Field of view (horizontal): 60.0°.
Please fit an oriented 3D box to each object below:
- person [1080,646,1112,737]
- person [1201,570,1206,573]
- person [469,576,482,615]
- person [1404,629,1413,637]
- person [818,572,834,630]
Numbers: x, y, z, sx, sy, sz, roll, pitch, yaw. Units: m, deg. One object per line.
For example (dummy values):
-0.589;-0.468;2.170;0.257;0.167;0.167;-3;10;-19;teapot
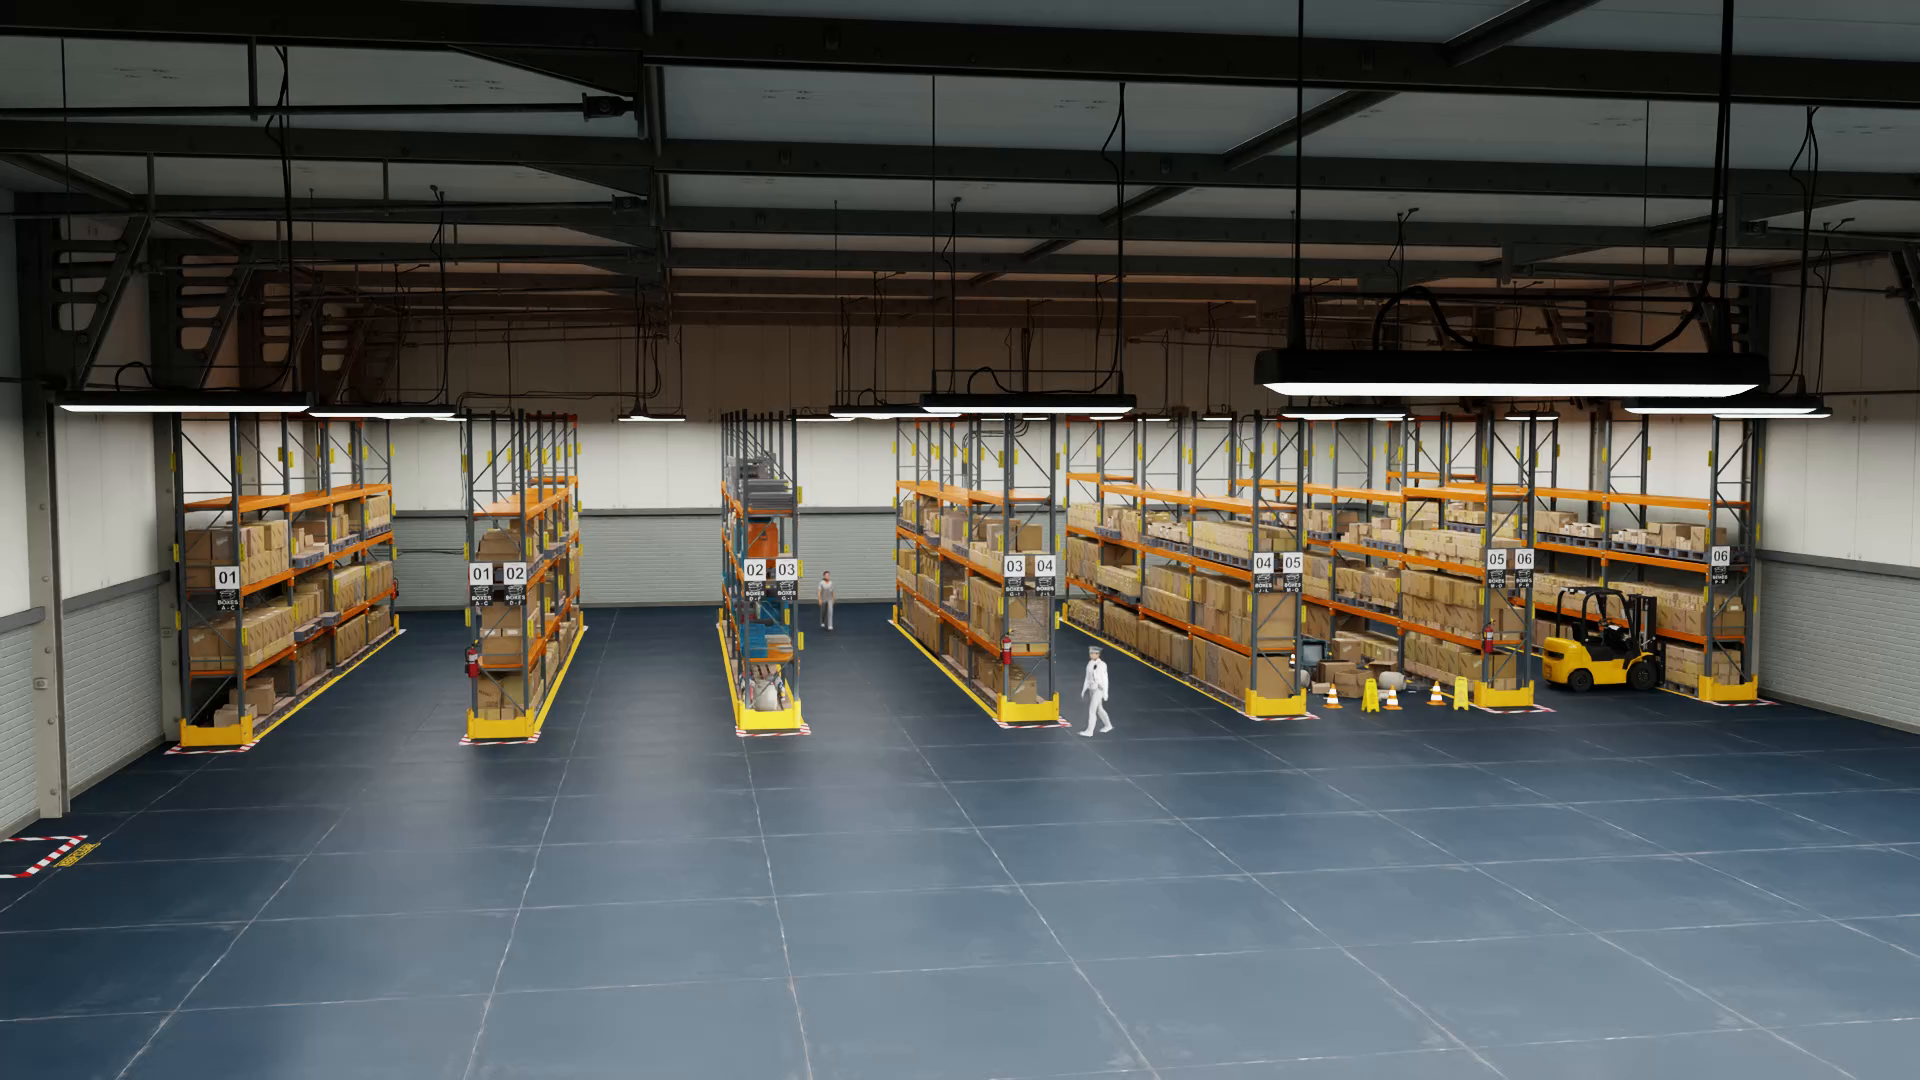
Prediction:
2.494;2.768;30.611;0.840;1.645;0.477;-2;4;-25;person
6.575;1.707;44.840;0.638;1.773;0.532;-3;5;-40;person
-14.436;1.383;49.734;0.685;1.704;0.546;2;5;31;person
11.448;1.988;41.990;0.542;1.637;0.666;-2;5;-30;person
-3.722;1.683;46.261;0.472;1.606;1.082;-1;4;-12;person
